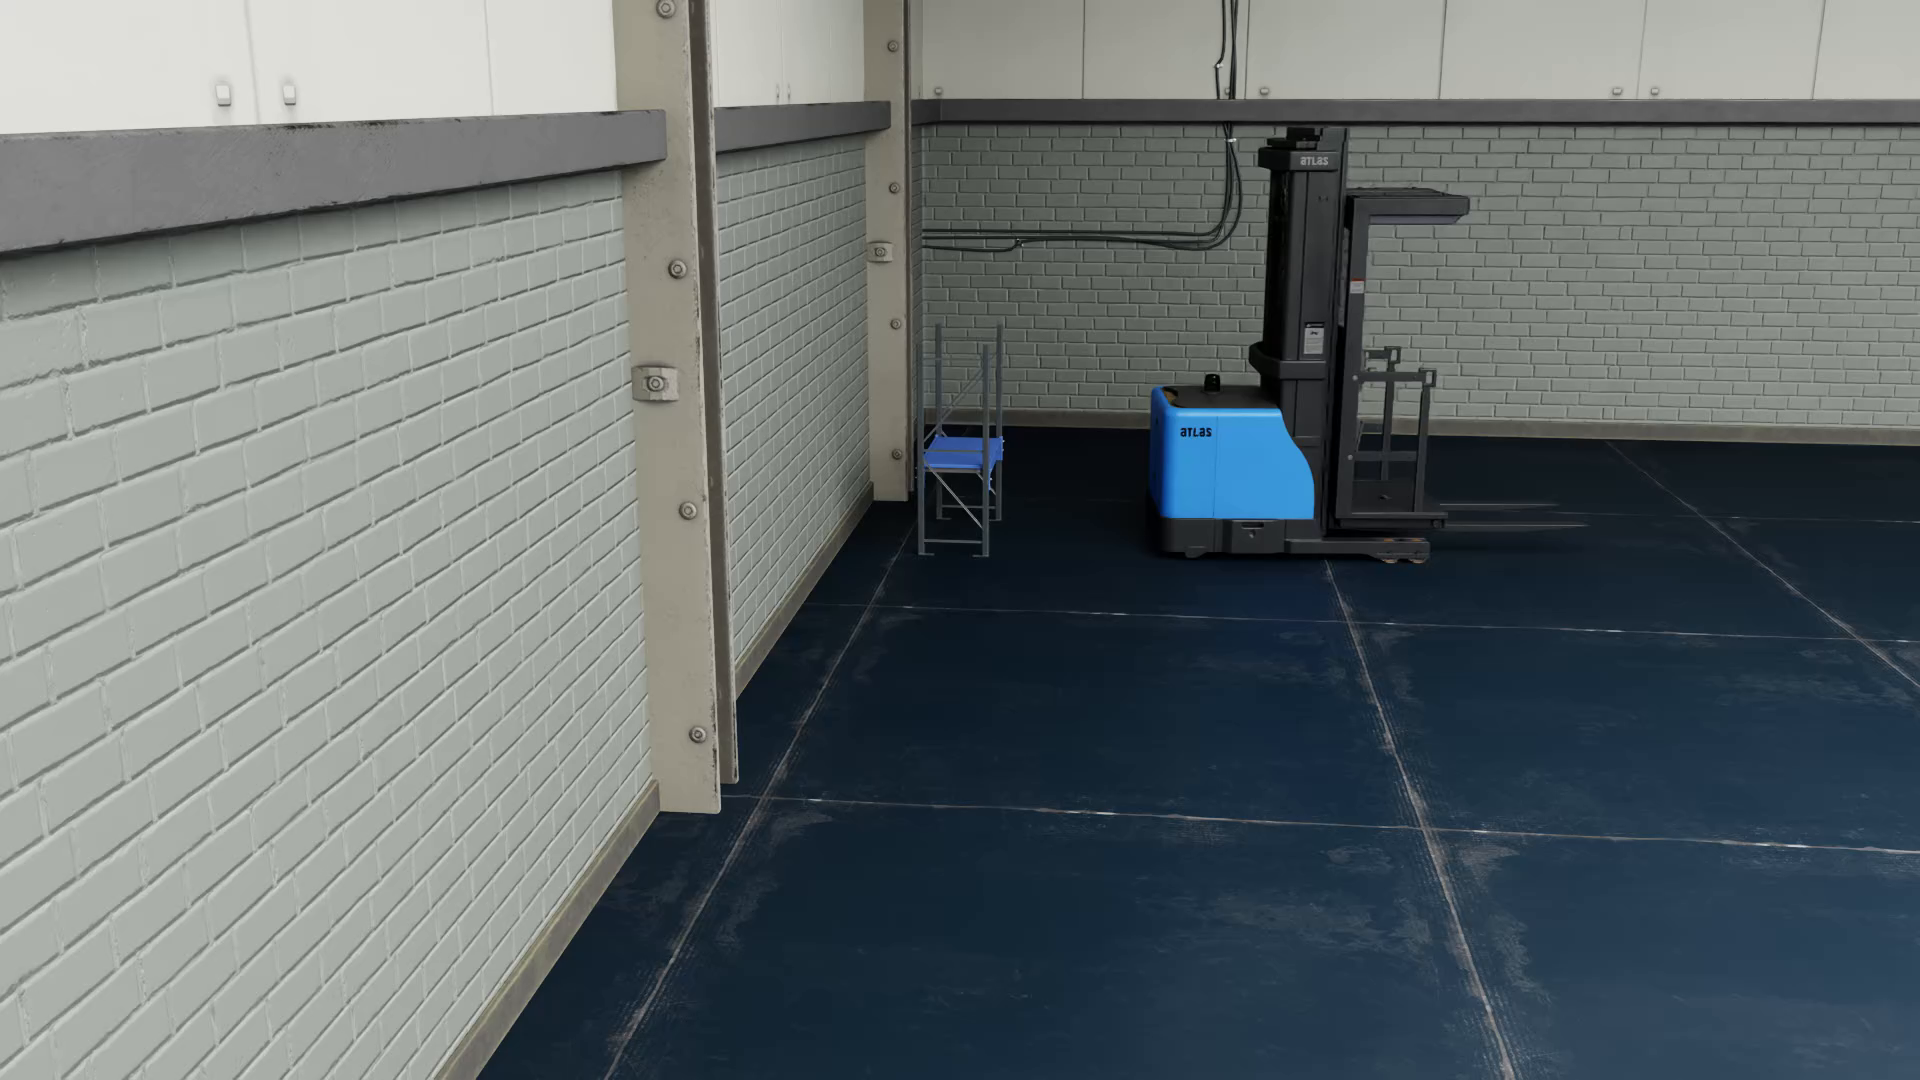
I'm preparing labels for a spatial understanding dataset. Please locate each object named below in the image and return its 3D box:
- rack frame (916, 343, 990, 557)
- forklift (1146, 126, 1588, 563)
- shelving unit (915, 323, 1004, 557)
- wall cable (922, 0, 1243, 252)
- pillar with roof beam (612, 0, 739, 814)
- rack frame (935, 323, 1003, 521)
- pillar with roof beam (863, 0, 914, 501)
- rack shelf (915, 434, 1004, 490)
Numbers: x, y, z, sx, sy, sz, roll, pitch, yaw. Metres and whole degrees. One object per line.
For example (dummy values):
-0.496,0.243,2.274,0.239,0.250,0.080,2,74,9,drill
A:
-0.048,-0.614,11.561,0.500,1.500,0.032,2,15,6,rack frame
2.904,-1.393,11.699,3.031,2.935,1.130,0,15,1,forklift
0.010,-0.746,12.048,0.538,1.500,1.048,2,15,6,shelving unit
1.093,-3.938,15.435,3.097,2.526,0.112,2,15,6,wall cable
3.047,-3.029,6.124,9.100,9.000,0.400,2,15,6,pillar with roof beam
0.067,-0.878,12.536,0.500,1.500,0.032,2,15,6,rack frame
3.724,-4.585,11.879,9.100,9.000,0.400,2,15,6,pillar with roof beam
0.010,-0.572,12.095,0.538,0.185,1.000,2,15,6,rack shelf
